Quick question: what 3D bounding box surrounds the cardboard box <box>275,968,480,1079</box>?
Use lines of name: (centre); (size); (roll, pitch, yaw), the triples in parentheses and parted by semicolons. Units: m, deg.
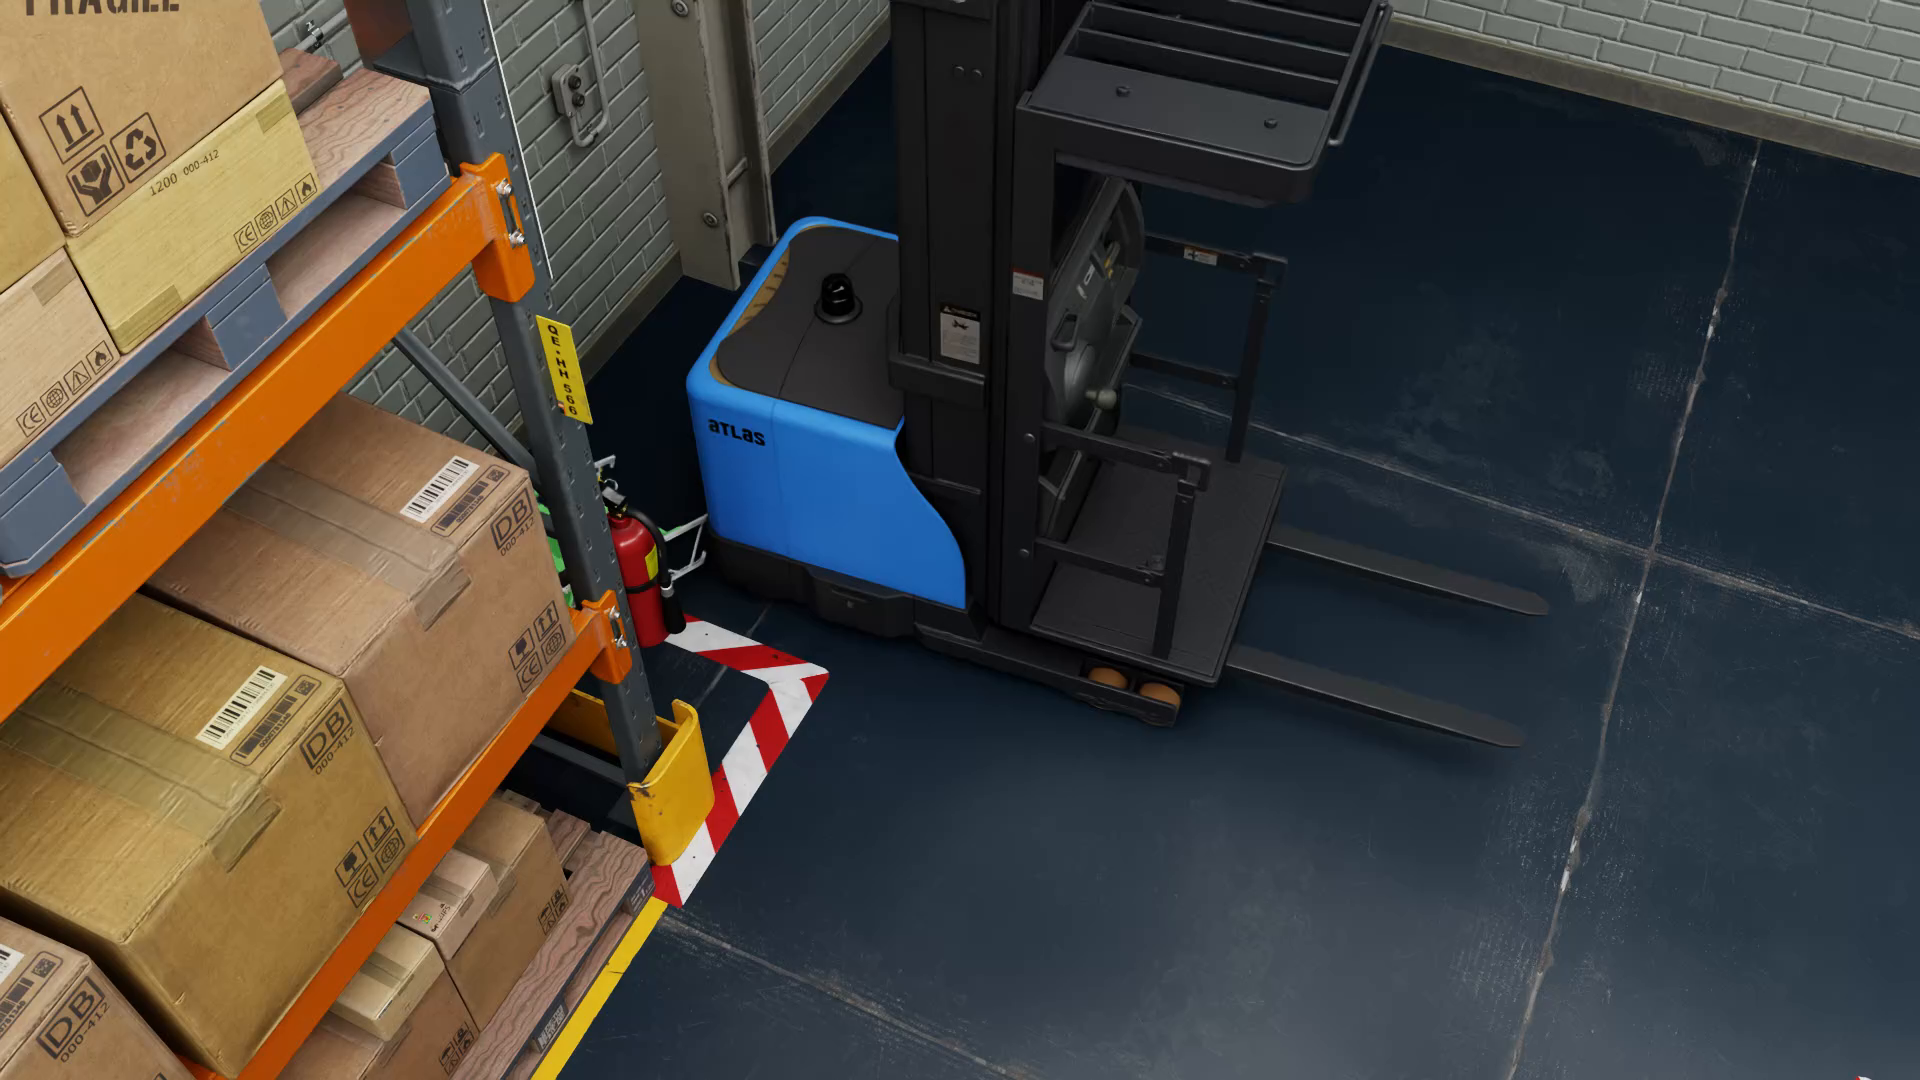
cardboard box: (-1.867, 1.390, 4.779); (0.700, 0.500, 0.500); (20, 52, 16)

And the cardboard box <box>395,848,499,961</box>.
cardboard box: (-1.543, 0.982, 4.699); (0.380, 0.149, 0.250); (19, 52, 16)

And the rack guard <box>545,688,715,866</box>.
rack guard: (-1.434, 0.650, 5.684); (1.175, 0.500, 0.348); (20, 52, 16)

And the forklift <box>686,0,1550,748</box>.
forklift: (0.621, -0.742, 5.272); (3.031, 2.935, 1.130); (16, 51, 13)

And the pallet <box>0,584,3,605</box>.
pallet: (-2.272, 0.270, 2.454); (1.003, 0.211, 1.213); (20, 52, 16)

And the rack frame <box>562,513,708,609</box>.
rack frame: (-1.228, 0.170, 5.896); (0.015, 0.240, 1.200); (27, 28, 16)

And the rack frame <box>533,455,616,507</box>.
rack frame: (-1.644, -0.046, 6.032); (0.015, 0.240, 1.200); (27, 28, 16)

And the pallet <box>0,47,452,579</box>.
pallet: (-1.752, -0.573, 3.172); (1.003, 0.211, 1.213); (20, 52, 16)

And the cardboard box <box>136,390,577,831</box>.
cardboard box: (-1.653, 0.114, 4.302); (0.980, 0.700, 0.700); (22, 53, 18)

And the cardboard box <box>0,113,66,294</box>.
cardboard box: (-1.734, -0.545, 2.354); (0.500, 0.500, 0.500); (21, 53, 17)

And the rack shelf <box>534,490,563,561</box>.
rack shelf: (-1.408, 0.042, 6.018); (0.480, 0.258, 0.148); (27, 28, 16)

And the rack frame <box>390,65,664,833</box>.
rack frame: (-1.444, -0.144, 4.718); (1.000, 3.000, 0.127); (20, 52, 16)

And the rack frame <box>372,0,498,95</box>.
rack frame: (-1.444, -2.088, 2.433); (1.000, 3.000, 0.127); (20, 52, 16)

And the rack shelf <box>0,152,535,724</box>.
rack shelf: (-2.299, 0.495, 2.677); (1.077, 0.370, 4.000); (20, 52, 16)

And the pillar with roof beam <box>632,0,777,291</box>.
pillar with roof beam: (2.820, -2.828, 3.063); (9.100, 9.000, 0.400); (20, 52, 16)

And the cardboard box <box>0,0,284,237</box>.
cardboard box: (-1.510, -0.886, 2.644); (0.500, 0.500, 0.500); (20, 52, 16)

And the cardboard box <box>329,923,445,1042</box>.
cardboard box: (-1.651, 1.159, 4.549); (0.380, 0.149, 0.250); (21, 53, 17)

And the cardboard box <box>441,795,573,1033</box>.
cardboard box: (-1.653, 1.045, 5.072); (0.700, 0.500, 0.500); (20, 52, 16)

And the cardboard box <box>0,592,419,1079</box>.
cardboard box: (-1.954, 0.618, 3.873); (0.980, 0.700, 0.700); (19, 52, 16)

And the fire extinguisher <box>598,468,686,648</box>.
fire extinguisher: (-0.962, 0.049, 4.850); (0.296, 0.674, 0.183); (20, 52, 16)

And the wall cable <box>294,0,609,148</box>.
wall cable: (-1.752, -1.662, 5.343); (0.084, 1.984, 1.851); (20, 52, 16)

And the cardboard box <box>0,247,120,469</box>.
cardboard box: (-1.738, -0.286, 2.627); (0.500, 0.250, 0.500); (18, 52, 15)

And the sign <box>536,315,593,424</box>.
sign: (-0.959, -0.409, 4.028); (0.100, 0.325, 0.005); (20, 52, 16)

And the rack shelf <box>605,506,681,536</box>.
rack shelf: (-1.304, -0.030, 6.222); (0.480, 0.258, 0.148); (27, 28, 16)

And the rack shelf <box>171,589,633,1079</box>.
rack shelf: (-2.299, 1.467, 3.820); (1.077, 0.370, 4.000); (20, 52, 16)

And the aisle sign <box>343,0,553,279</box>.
aisle sign: (-1.142, -0.938, 3.687); (0.394, 0.787, 0.004); (20, 52, 16)

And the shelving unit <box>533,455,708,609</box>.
shelving unit: (-1.436, 0.062, 5.964); (0.503, 0.258, 1.200); (27, 28, 16)

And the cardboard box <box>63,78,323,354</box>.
cardboard box: (-1.517, -0.645, 2.932); (0.500, 0.250, 0.500); (21, 53, 17)

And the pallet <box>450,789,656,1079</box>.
pallet: (-1.715, 1.336, 5.290); (1.003, 0.211, 1.213); (20, 52, 16)

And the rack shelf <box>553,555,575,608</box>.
rack shelf: (-1.512, 0.115, 5.815); (0.480, 0.258, 0.148); (27, 28, 16)

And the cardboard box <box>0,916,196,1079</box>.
cardboard box: (-2.288, 1.140, 3.428); (0.980, 0.700, 0.700); (18, 52, 14)
